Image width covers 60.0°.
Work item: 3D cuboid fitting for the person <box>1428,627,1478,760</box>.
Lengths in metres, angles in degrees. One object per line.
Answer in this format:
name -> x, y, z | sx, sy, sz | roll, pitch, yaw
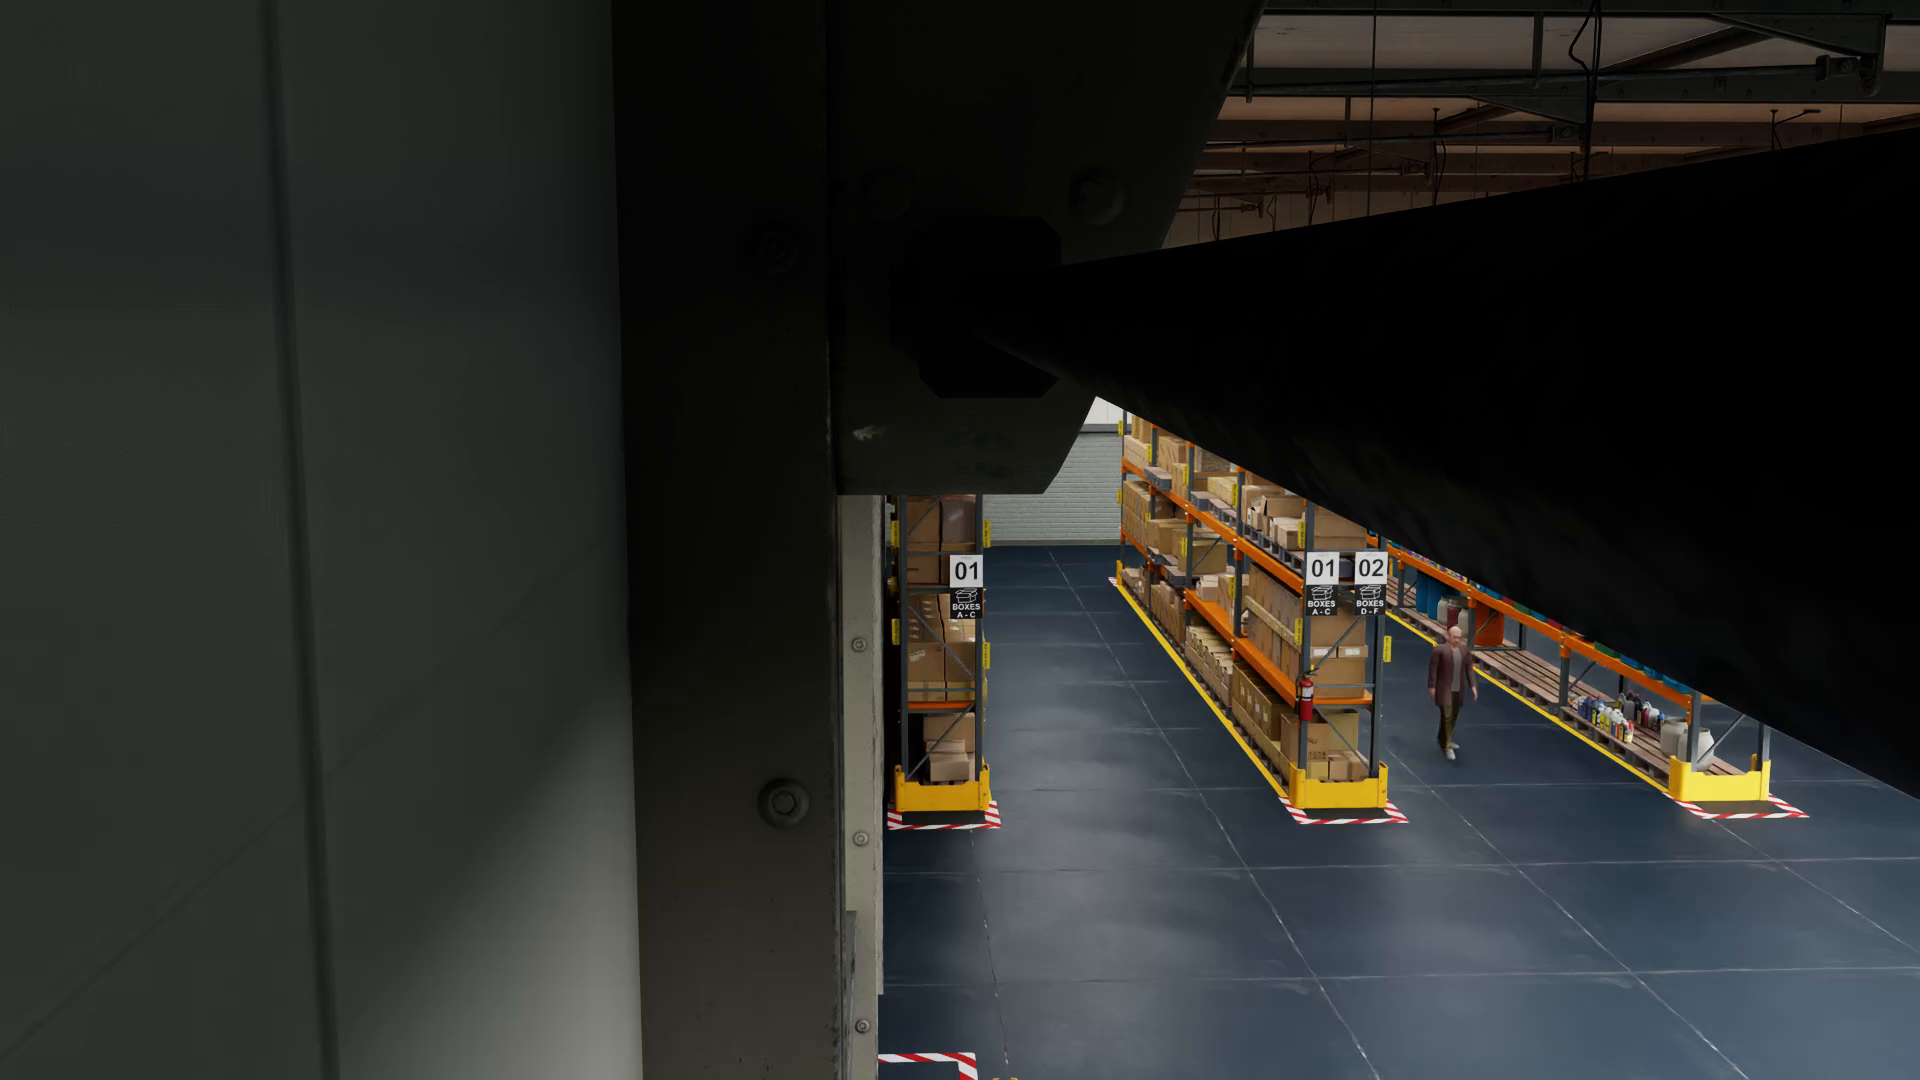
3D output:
person -> 6.808, 2.087, 23.014 | 0.636, 1.820, 0.679 | -2, 9, -14
